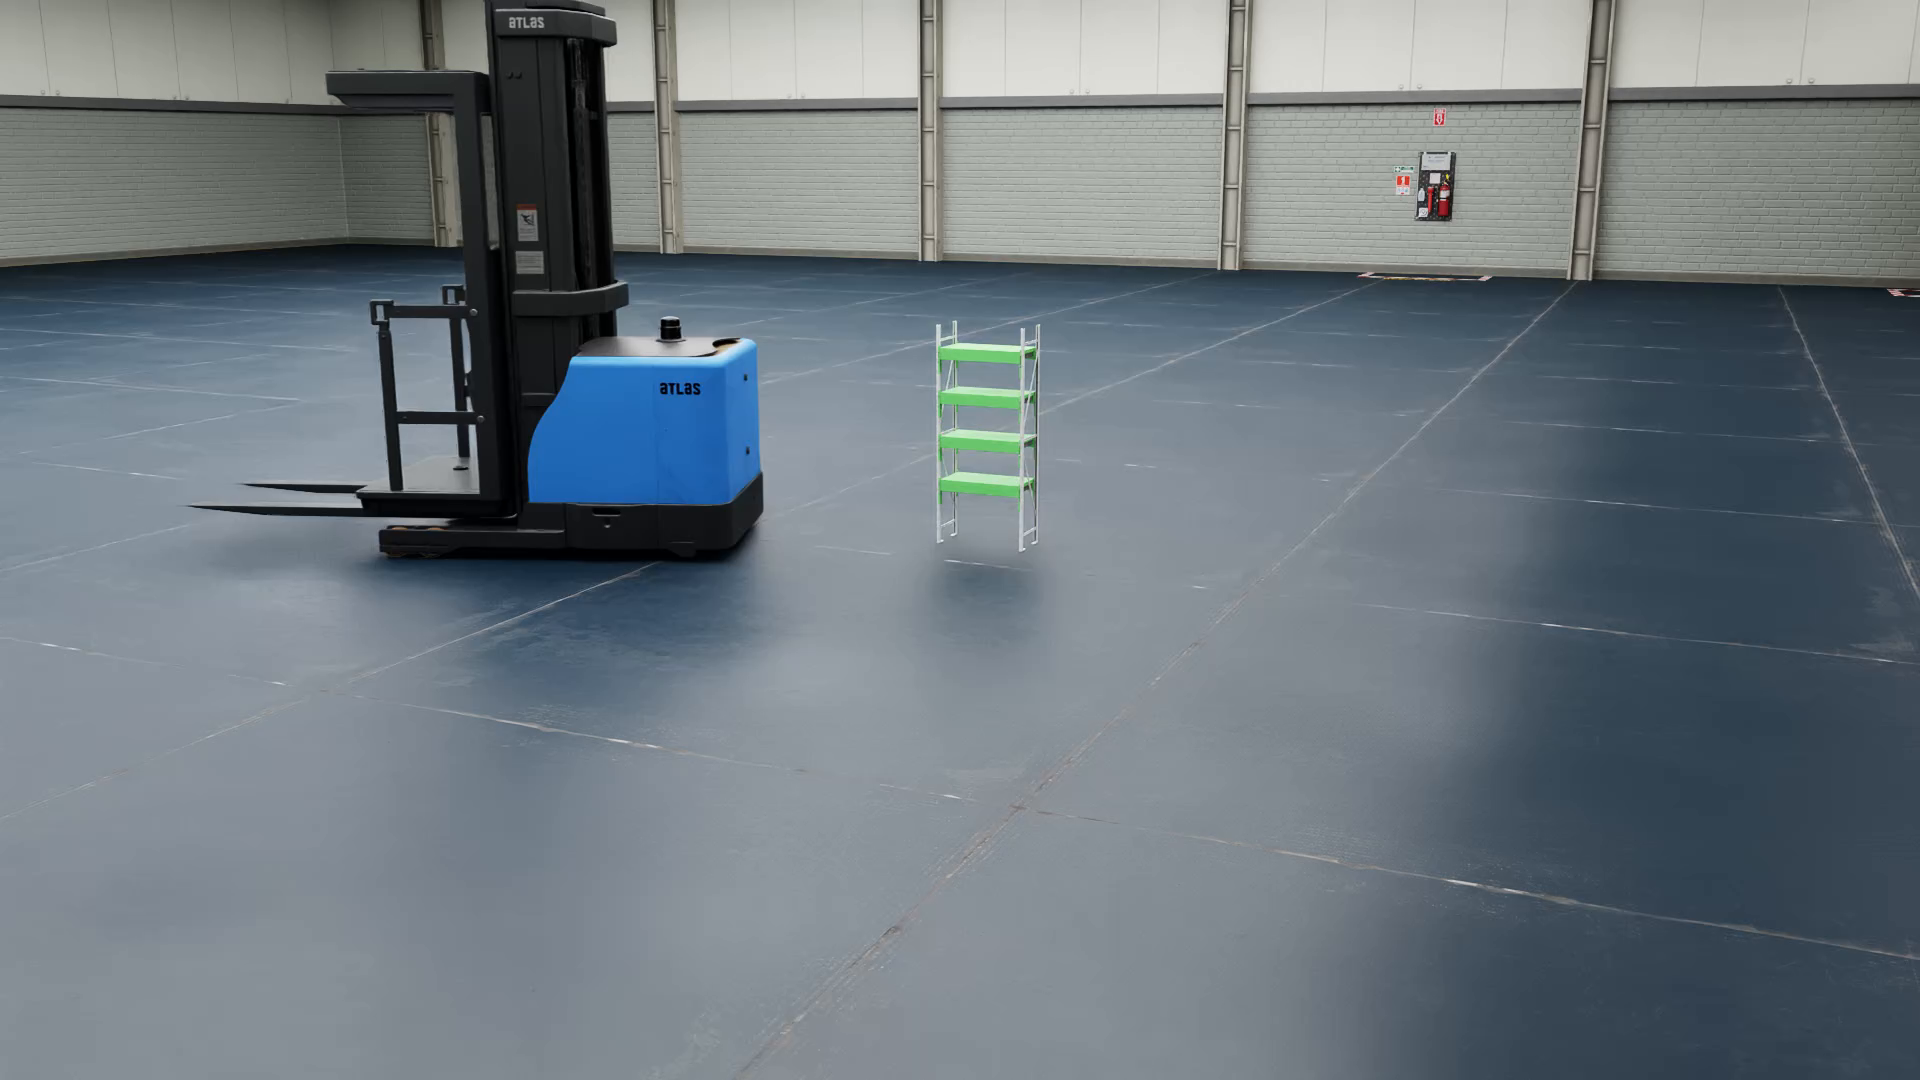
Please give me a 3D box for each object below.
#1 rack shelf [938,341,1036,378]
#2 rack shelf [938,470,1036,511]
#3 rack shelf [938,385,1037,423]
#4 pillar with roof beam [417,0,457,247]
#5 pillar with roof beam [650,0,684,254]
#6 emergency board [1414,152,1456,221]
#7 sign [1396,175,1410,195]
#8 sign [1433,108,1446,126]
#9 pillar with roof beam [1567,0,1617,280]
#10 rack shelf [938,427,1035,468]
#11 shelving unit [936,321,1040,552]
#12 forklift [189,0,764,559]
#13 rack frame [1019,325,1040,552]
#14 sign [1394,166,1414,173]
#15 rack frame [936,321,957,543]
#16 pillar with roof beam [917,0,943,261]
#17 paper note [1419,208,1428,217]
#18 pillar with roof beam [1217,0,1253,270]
[{"bbox_3d":[0.151,-0.974,8.957,0.480,0.148,0.258,6,14,23],"label":"rack shelf"},{"bbox_3d":[0.151,-0.273,9.122,0.480,0.148,0.258,6,14,23],"label":"rack shelf"},{"bbox_3d":[0.151,-0.740,9.012,0.480,0.148,0.258,6,14,23],"label":"rack shelf"},{"bbox_3d":[-13.285,-10.078,32.507,0.400,9.000,9.100,6,14,23],"label":"pillar with roof beam"},{"bbox_3d":[-7.799,-9.523,30.141,0.400,9.000,9.100,6,14,23],"label":"pillar with roof beam"},{"bbox_3d":[8.158,-6.073,28.569,0.643,1.169,0.194,6,14,23],"label":"emergency board"},{"bbox_3d":[7.694,-6.163,28.875,0.234,0.329,0.001,6,14,23],"label":"sign"},{"bbox_3d":[8.191,-7.223,28.396,0.199,0.298,0.001,6,14,23],"label":"sign"},{"bbox_3d":[8.658,-7.858,23.044,0.400,9.000,9.100,6,14,23],"label":"pillar with roof beam"},{"bbox_3d":[0.151,-0.507,9.067,0.480,0.148,0.258,6,14,23],"label":"rack shelf"},{"bbox_3d":[0.151,-0.569,9.052,0.503,1.200,0.258,6,14,23],"label":"shelving unit"},{"bbox_3d":[-2.679,-1.448,9.009,3.031,2.935,1.130,1,13,4],"label":"forklift"},{"bbox_3d":[0.374,-0.546,8.956,0.015,1.200,0.240,6,14,23],"label":"rack frame"},{"bbox_3d":[7.695,-6.419,28.805,0.331,0.109,0.001,6,14,23],"label":"sign"},{"bbox_3d":[-0.072,-0.591,9.149,0.015,1.200,0.240,6,14,23],"label":"rack frame"},{"bbox_3d":[-2.313,-8.968,27.775,0.400,9.000,9.100,6,14,23],"label":"pillar with roof beam"},{"bbox_3d":[8.024,-5.675,28.801,0.142,0.148,0.016,6,14,23],"label":"paper note"},{"bbox_3d":[3.172,-8.413,25.410,0.400,9.000,9.100,6,14,23],"label":"pillar with roof beam"}]
